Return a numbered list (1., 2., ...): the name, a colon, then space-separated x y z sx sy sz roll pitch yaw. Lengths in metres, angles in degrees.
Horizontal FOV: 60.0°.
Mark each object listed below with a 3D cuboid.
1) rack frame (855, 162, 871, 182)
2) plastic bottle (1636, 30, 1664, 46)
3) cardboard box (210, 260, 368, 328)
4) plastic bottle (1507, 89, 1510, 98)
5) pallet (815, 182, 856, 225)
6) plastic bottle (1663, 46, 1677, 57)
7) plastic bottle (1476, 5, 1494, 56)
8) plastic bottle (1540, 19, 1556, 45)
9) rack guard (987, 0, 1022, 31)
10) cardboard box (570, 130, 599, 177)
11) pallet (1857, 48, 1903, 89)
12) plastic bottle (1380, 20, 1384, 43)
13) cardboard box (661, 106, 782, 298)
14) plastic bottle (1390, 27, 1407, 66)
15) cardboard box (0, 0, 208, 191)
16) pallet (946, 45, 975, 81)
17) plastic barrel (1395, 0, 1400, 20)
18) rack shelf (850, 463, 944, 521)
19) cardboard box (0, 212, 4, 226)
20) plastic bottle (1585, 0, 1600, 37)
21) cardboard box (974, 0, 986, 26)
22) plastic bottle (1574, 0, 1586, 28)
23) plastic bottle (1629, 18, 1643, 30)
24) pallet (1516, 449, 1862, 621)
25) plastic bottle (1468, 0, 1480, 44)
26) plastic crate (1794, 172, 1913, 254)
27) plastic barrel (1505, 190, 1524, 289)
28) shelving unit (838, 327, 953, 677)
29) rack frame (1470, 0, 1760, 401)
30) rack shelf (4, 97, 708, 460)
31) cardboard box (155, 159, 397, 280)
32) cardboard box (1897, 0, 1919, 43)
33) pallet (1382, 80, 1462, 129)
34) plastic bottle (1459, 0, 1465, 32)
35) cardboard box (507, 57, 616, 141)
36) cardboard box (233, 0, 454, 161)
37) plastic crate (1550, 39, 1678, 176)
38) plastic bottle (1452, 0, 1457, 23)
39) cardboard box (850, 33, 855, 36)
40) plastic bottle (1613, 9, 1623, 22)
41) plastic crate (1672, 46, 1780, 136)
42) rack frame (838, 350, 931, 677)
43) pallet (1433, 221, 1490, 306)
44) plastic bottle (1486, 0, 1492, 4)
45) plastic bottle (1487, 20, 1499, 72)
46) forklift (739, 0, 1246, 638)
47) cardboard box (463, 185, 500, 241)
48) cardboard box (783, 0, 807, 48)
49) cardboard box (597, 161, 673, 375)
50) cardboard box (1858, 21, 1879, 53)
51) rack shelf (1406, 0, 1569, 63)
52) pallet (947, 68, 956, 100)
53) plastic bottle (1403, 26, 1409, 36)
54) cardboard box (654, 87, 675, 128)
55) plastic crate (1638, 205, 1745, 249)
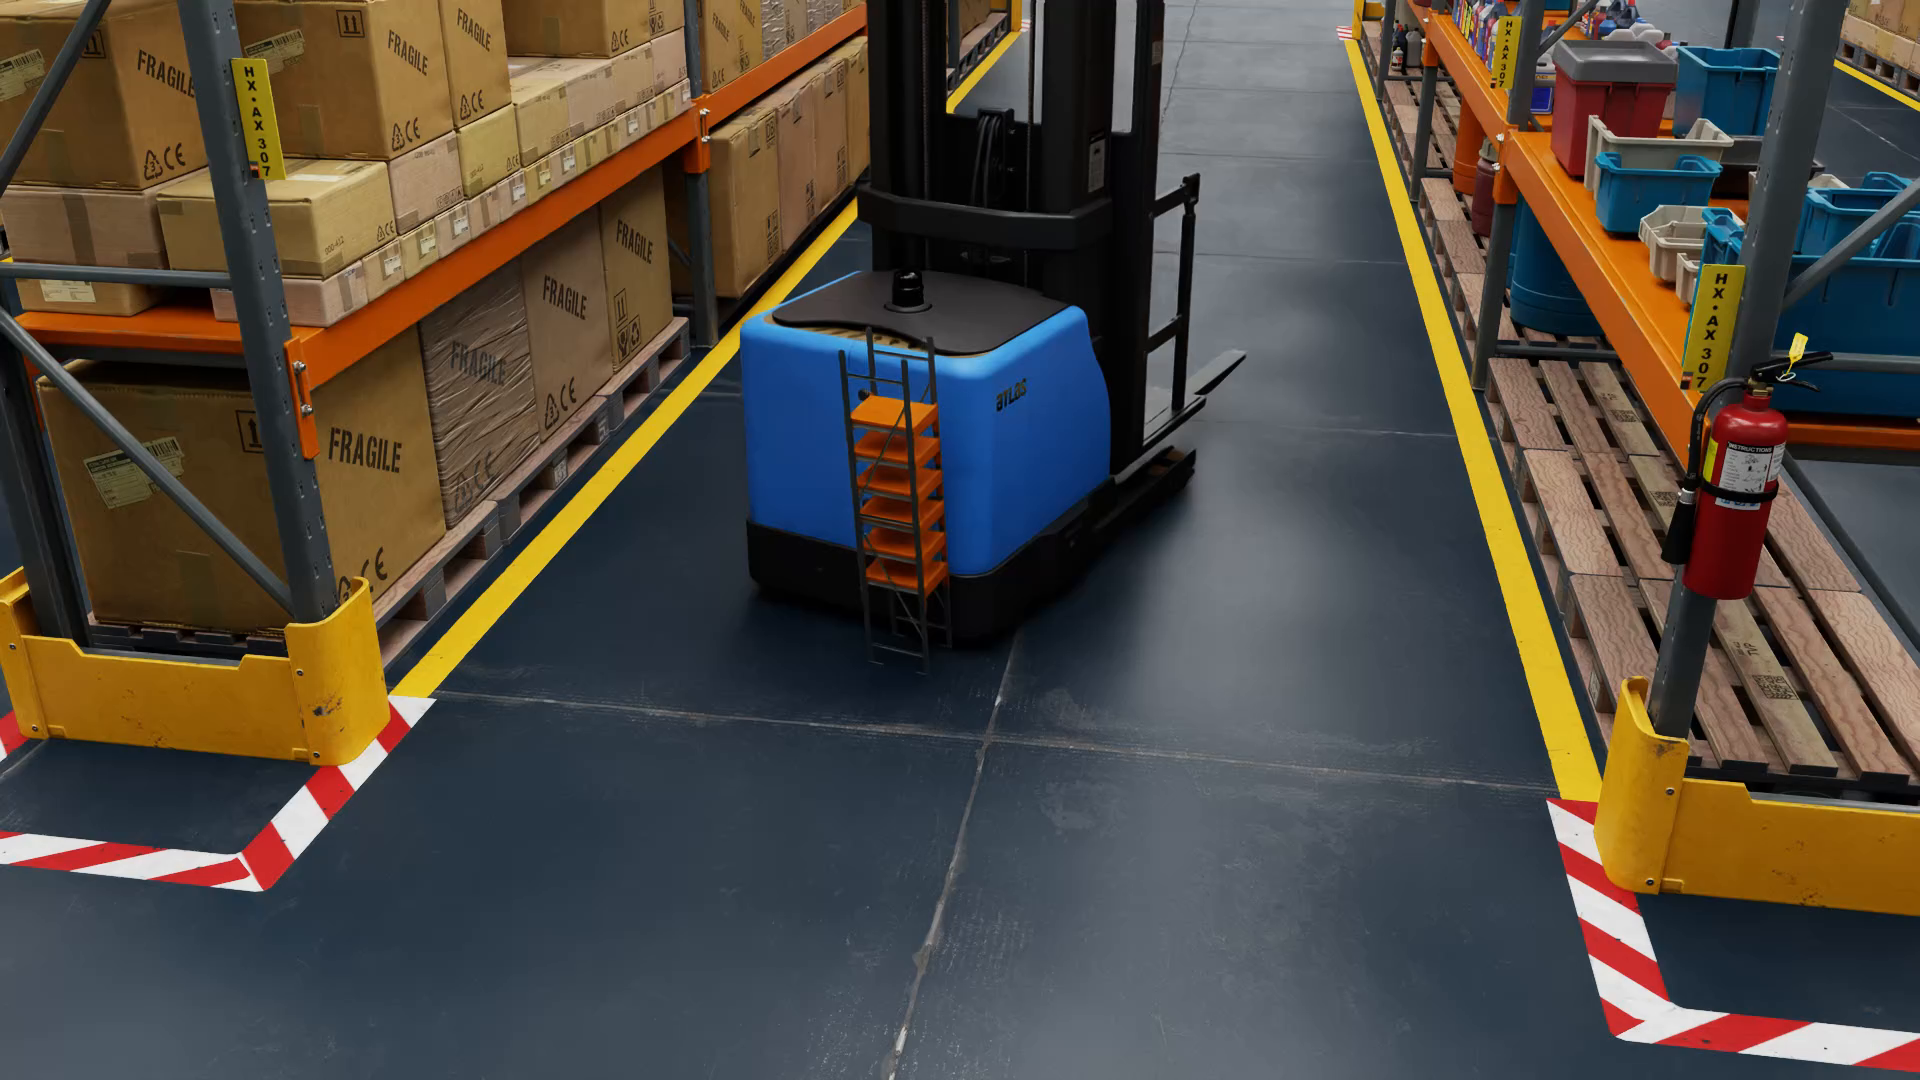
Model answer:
1. rack frame: -1.160 -4.110 11.992 1.000 3.000 0.127 4 25 9
2. plastic bottle: 3.676 -2.592 8.895 0.152 0.276 0.135 4 25 9
3. cardboard box: -2.084 -0.776 5.165 0.380 0.149 0.250 4 25 9
4. plastic bottle: 2.878 -2.377 8.437 0.152 0.276 0.135 4 25 9
5. pallet: -1.363 -2.522 11.889 1.003 0.211 1.213 4 25 9
6. plastic bottle: 3.584 -2.358 8.395 0.152 0.276 0.135 4 25 9
7. plastic bottle: 3.110 -2.972 9.707 0.152 0.276 0.135 4 25 9
8. plastic bottle: 3.073 -2.546 8.708 0.144 0.351 0.185 4 25 9
9. rack guard: 0.135 -6.292 19.602 1.175 0.500 0.348 4 25 9
10. cardboard box: -1.750 -1.635 7.002 0.380 0.149 0.250 4 25 8
11. pallet: 9.635 -4.673 16.485 1.003 0.211 1.213 4 25 9
12. plastic bottle: 4.375 -5.251 17.116 0.061 0.283 0.133 4 25 9
13. cardboard box: -1.729 -1.934 9.354 1.225 0.875 0.875 4 25 9
14. plastic bottle: 4.201 -4.728 15.919 0.144 0.351 0.185 3 25 7
15. cardboard box: -2.647 -1.392 5.127 0.500 0.500 0.500 4 25 9
16. pallet: -0.431 -4.803 16.762 1.003 0.211 1.213 4 25 9
17. plastic barrel: 5.002 -5.895 18.246 0.421 0.512 0.421 0 25 0
18. rack shelf: -0.207 -0.171 5.505 0.258 0.103 0.180 11 34 23
19. cardboard box: -6.308 -2.171 10.304 0.500 0.500 0.500 5 26 11
20. plastic bottle: 3.975 -3.285 10.381 0.097 0.271 0.097 0 25 0
21. cardboard box: -0.035 -6.001 18.486 0.500 0.500 0.500 11 27 22
22. plastic bottle: 4.044 -3.431 10.776 0.097 0.201 0.097 0 25 0
23. plastic bottle: 3.775 -2.774 9.290 0.097 0.271 0.097 0 25 0
24. pallet: 2.794 -0.009 6.519 1.003 0.211 1.213 4 25 9
25. plastic bottle: 3.156 -3.157 10.109 0.097 0.271 0.097 0 25 0
26. plastic crate: 3.049 -1.129 5.750 0.416 0.233 0.300 4 25 9
27. plastic barrel: 3.294 -1.856 9.156 0.600 0.901 0.708 4 25 9
28. shelving unit: -0.203 -0.107 5.545 0.258 1.200 0.189 11 34 23
29. rack frame: 3.073 -2.094 7.684 1.000 3.000 0.127 4 25 9
30. rack shelf: -2.140 -1.274 6.783 1.077 0.370 4.000 4 25 9
31. cardboard box: -2.122 -1.013 5.201 0.500 0.250 0.500 3 25 7
32. cardboard box: 9.298 -5.006 15.770 0.500 0.500 0.500 4 25 9
33. pallet: 4.290 -3.845 14.716 1.003 0.211 1.213 4 25 9
34. plastic bottle: 3.261 -3.358 10.533 0.152 0.276 0.135 4 25 9
35. cardboard box: -1.792 -1.871 7.034 0.500 0.250 0.500 5 25 10
36. cardboard box: -2.041 -1.561 5.489 0.500 0.500 0.500 3 25 7
37. plastic crate: 2.680 -1.794 6.897 0.402 0.464 0.583 4 25 9
38. plastic bottle: 3.337 -3.552 10.946 0.152 0.276 0.135 4 25 9
39. cardboard box: -1.080 -3.799 12.872 0.500 0.250 0.500 5 26 11
40. plastic bottle: 3.783 -2.908 9.562 0.061 0.283 0.133 4 25 9
41. plastic crate: 3.333 -1.895 7.207 0.392 0.384 0.575 4 25 9
42. rack frame: -0.241 -0.062 5.475 0.240 1.200 0.006 11 34 23
43. pallet: 3.437 -1.662 10.052 1.003 0.211 1.213 4 25 9
44. plastic bottle: 3.275 -3.305 10.425 0.097 0.271 0.097 0 25 0
45. plastic bottle: 3.020 -2.742 9.215 0.152 0.276 0.135 4 25 9
46. forklift: 0.370 -1.568 6.642 1.130 2.935 3.031 14 28 27
47. cardboard box: -1.918 -1.205 6.083 0.380 0.149 0.250 4 25 7
48. cardboard box: -1.249 -3.293 10.129 0.500 0.500 0.500 5 25 10
49. cardboard box: -2.000 -1.394 8.201 0.875 0.875 0.875 4 25 9
50. cardboard box: 9.453 -5.085 16.824 0.500 0.250 0.500 4 25 9
51. rack shelf: 4.053 -4.277 13.198 1.077 0.370 4.000 4 25 9
52. pallet: -0.632 -4.194 15.461 1.003 0.211 1.213 4 25 9
53. plastic bottle: 4.391 -4.917 16.401 0.061 0.283 0.133 4 25 9
54. cardboard box: -1.582 -2.065 7.919 0.380 0.149 0.250 5 25 10
55. plastic crate: 2.487 -1.045 5.685 0.298 0.136 0.250 4 25 9
